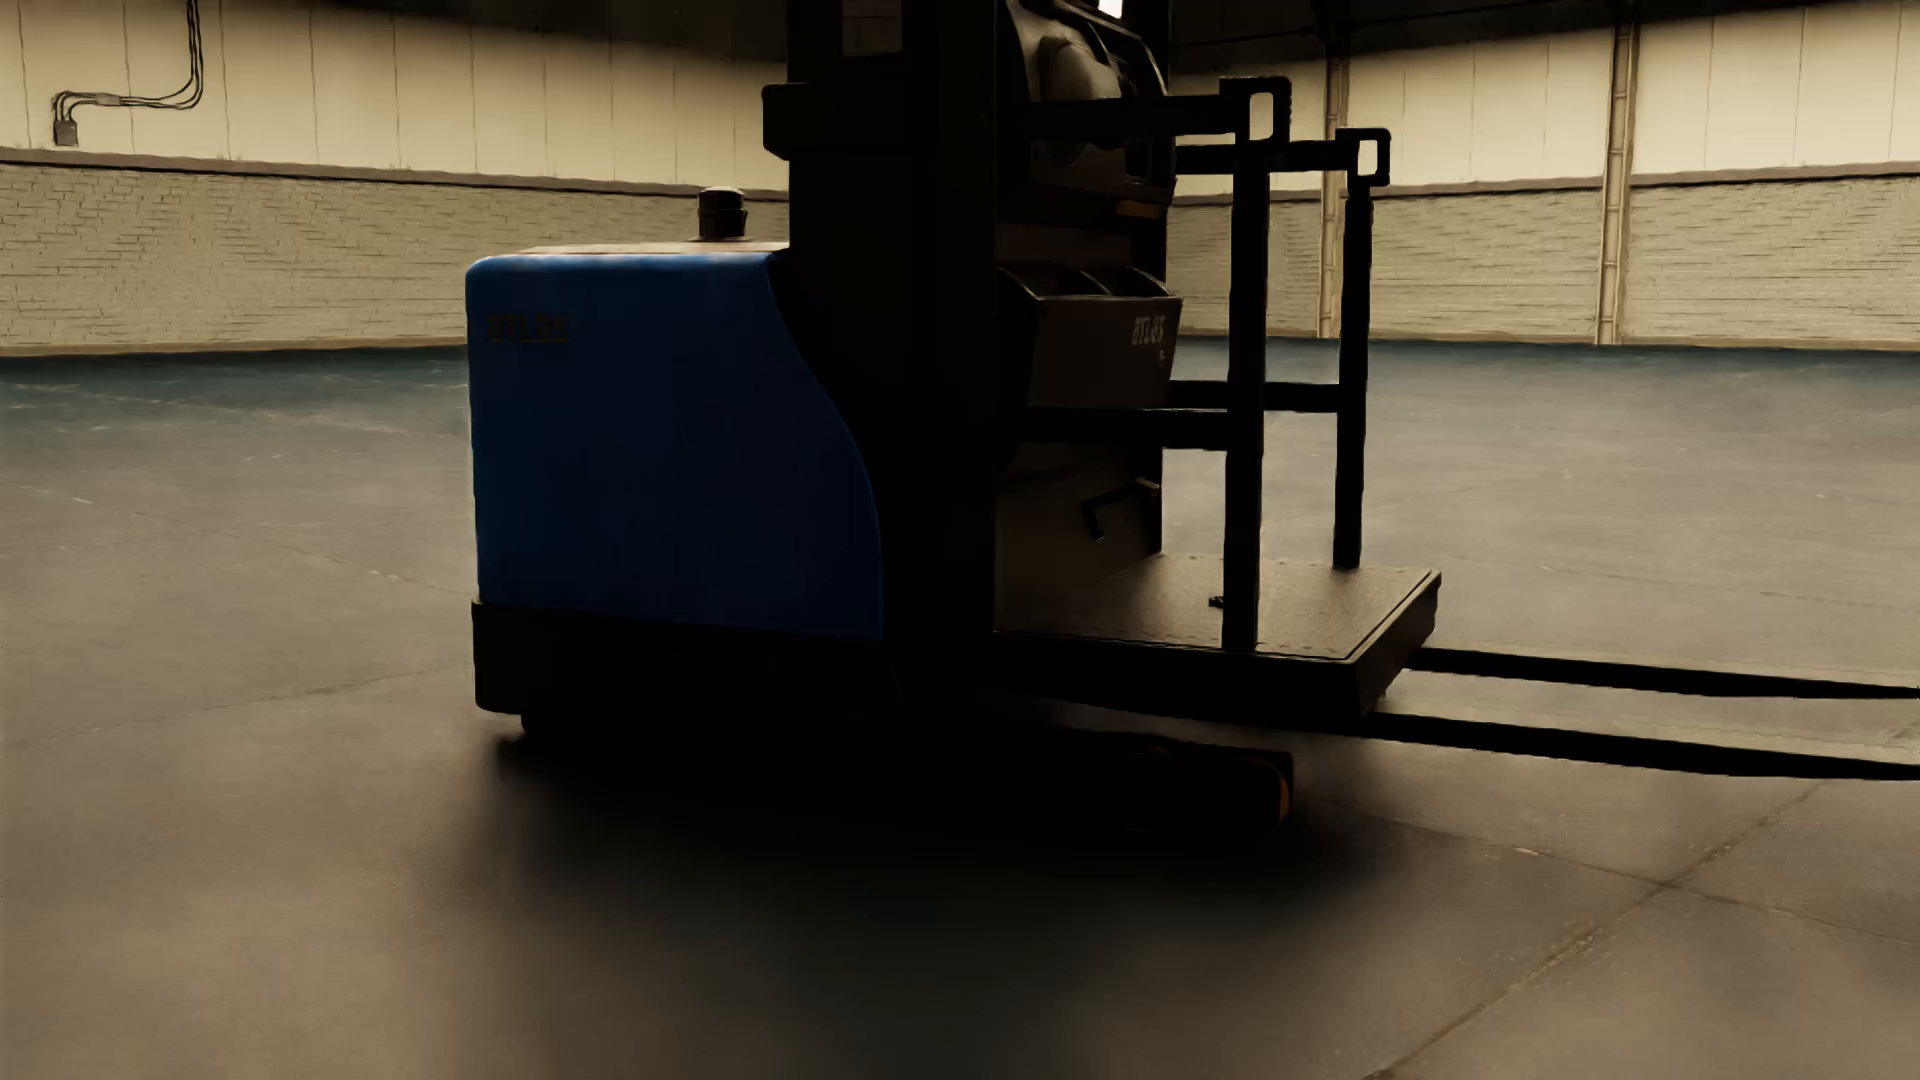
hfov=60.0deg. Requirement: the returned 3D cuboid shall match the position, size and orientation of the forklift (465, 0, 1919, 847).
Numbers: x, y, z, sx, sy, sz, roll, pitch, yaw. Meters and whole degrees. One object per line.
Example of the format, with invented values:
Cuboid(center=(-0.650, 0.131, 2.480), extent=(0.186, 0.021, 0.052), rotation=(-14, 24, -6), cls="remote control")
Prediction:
Cuboid(center=(0.464, -0.982, 3.395), extent=(3.031, 2.935, 1.130), rotation=(4, 9, 24), cls="forklift")
